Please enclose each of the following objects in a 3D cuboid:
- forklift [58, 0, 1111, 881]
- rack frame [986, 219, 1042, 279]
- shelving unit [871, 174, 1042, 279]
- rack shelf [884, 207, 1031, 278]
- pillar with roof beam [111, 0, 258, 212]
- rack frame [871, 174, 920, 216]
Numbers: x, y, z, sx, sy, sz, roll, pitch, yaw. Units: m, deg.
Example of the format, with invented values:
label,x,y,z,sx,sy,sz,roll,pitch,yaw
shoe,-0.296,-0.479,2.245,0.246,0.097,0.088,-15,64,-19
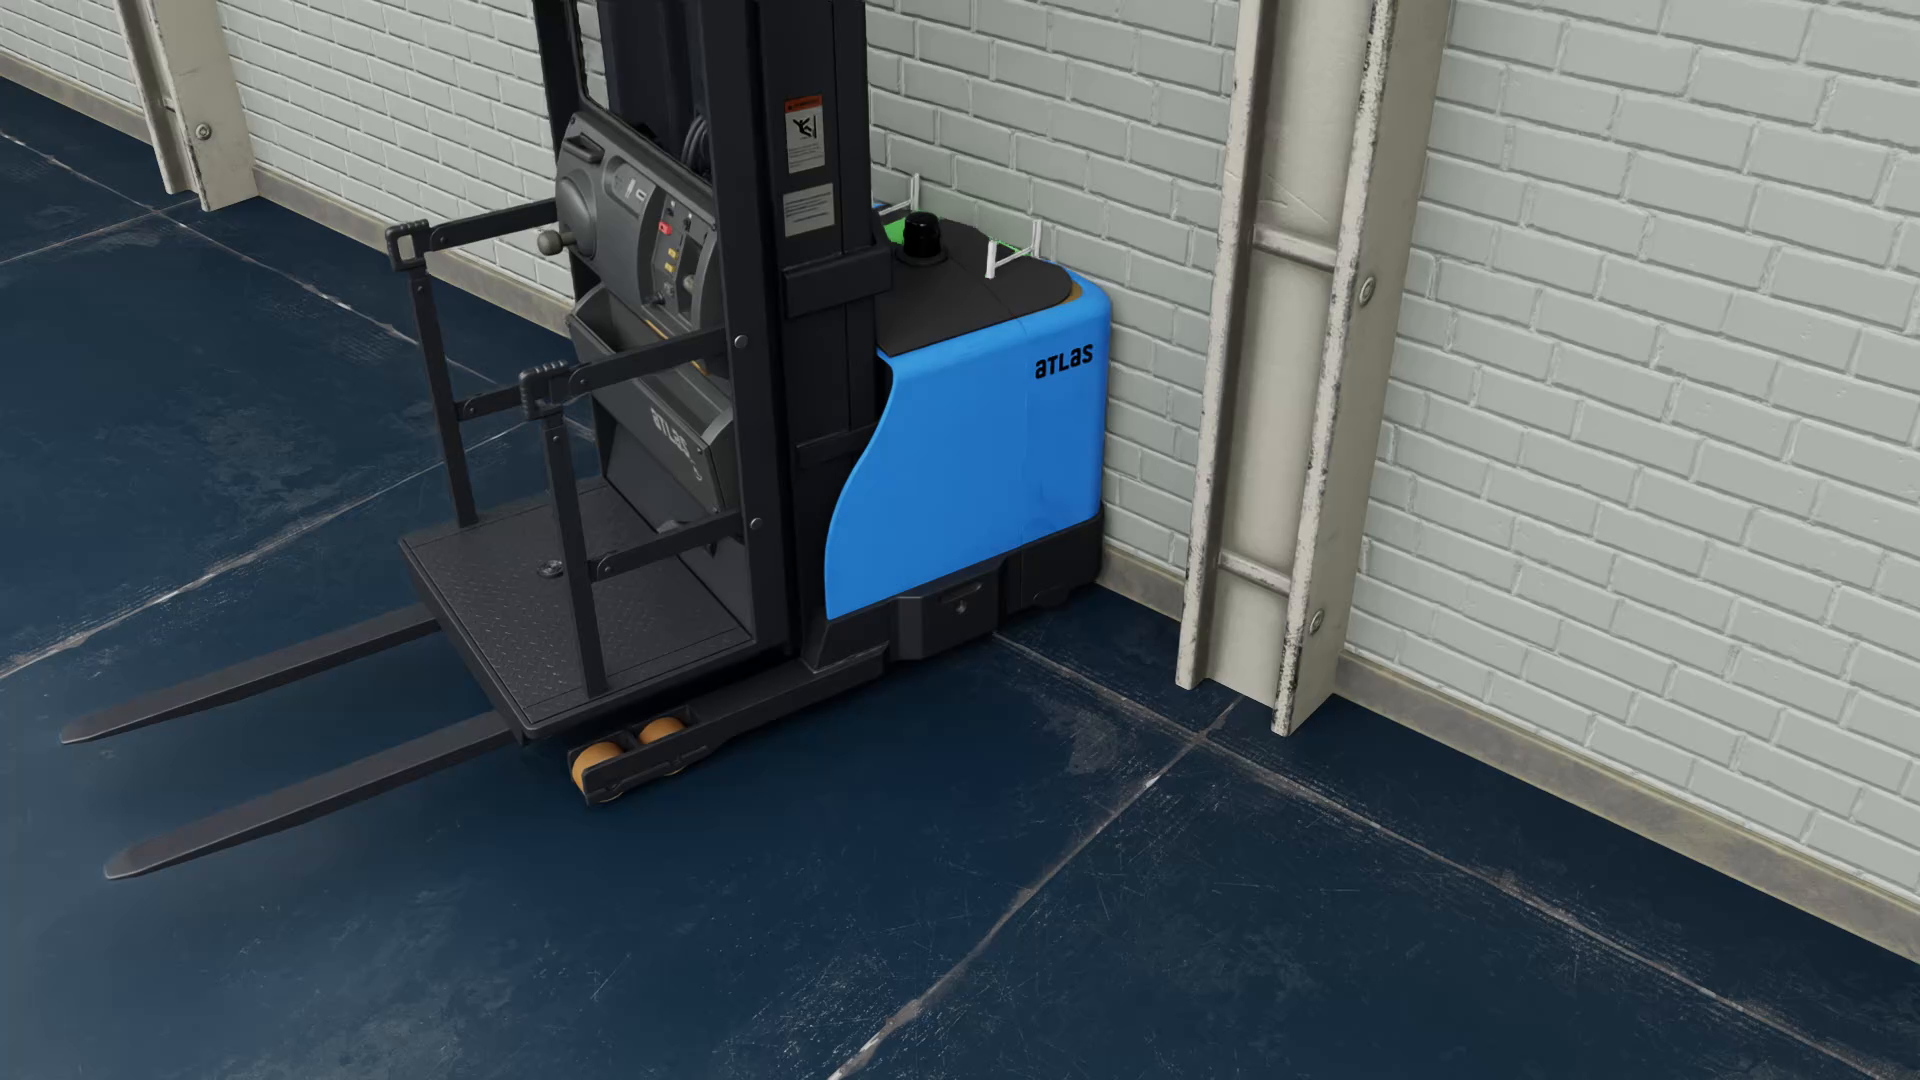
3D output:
label,x,y,z,sx,sy,sz,roll,pitch,yaw
forklift,-1.043,-0.814,4.346,3.031,2.935,1.130,-21,40,-27
rack frame,0.131,-0.424,5.288,0.015,1.200,0.240,27,40,30
shelving unit,-0.057,-0.520,5.411,0.503,1.200,0.258,27,40,30
rack shelf,-0.033,-0.864,5.179,0.480,0.148,0.258,27,40,30
pillar with roof beam,-6.457,-3.566,2.994,0.400,9.000,9.100,25,42,32
rack frame,-0.245,-0.616,5.534,0.015,1.200,0.240,27,40,30
